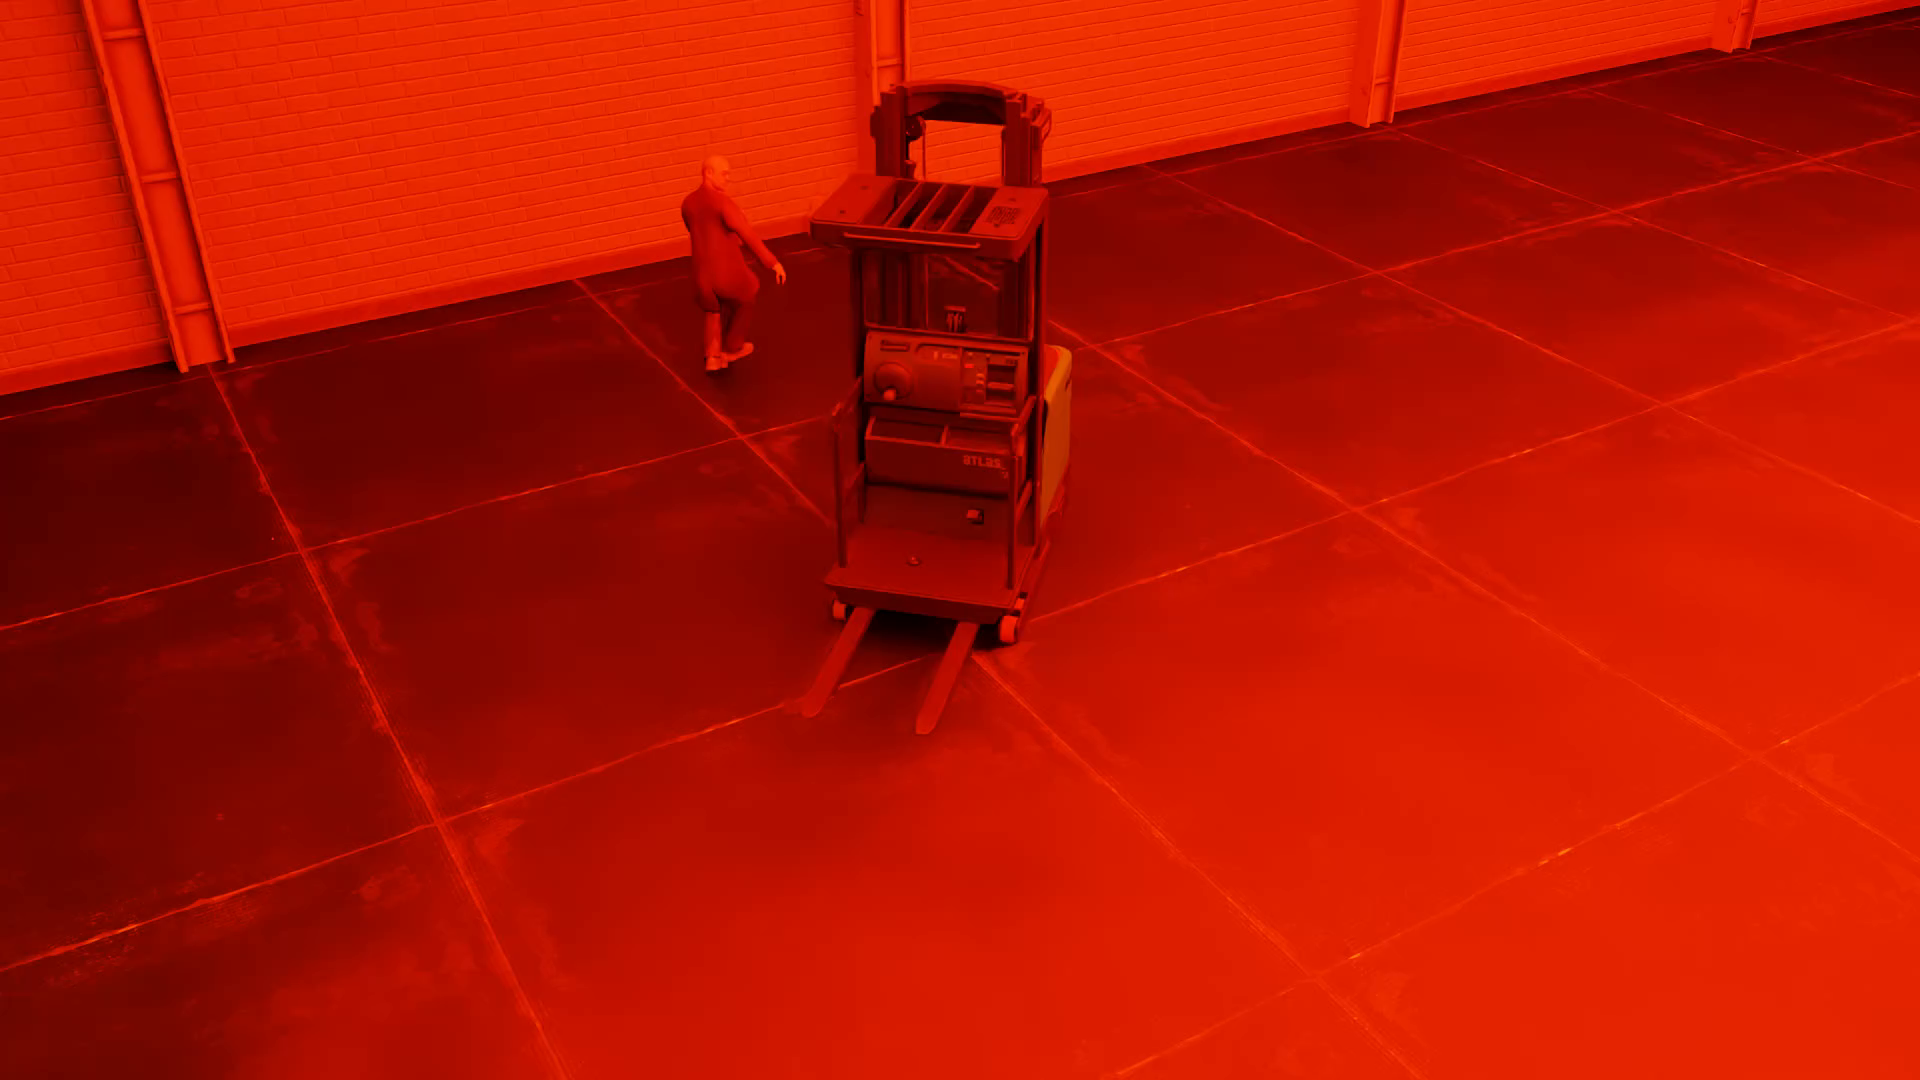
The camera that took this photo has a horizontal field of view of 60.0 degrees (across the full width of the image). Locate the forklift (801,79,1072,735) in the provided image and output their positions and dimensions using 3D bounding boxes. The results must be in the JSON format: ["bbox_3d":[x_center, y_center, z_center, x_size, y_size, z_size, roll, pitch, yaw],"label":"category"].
[{"bbox_3d":[-0.131,-0.877,9.112,1.130,2.935,3.031,7,32,12],"label":"forklift"}]

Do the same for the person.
[{"bbox_3d":[-1.656,-2.037,12.319,0.926,1.646,0.911,12,33,20],"label":"person"}]
